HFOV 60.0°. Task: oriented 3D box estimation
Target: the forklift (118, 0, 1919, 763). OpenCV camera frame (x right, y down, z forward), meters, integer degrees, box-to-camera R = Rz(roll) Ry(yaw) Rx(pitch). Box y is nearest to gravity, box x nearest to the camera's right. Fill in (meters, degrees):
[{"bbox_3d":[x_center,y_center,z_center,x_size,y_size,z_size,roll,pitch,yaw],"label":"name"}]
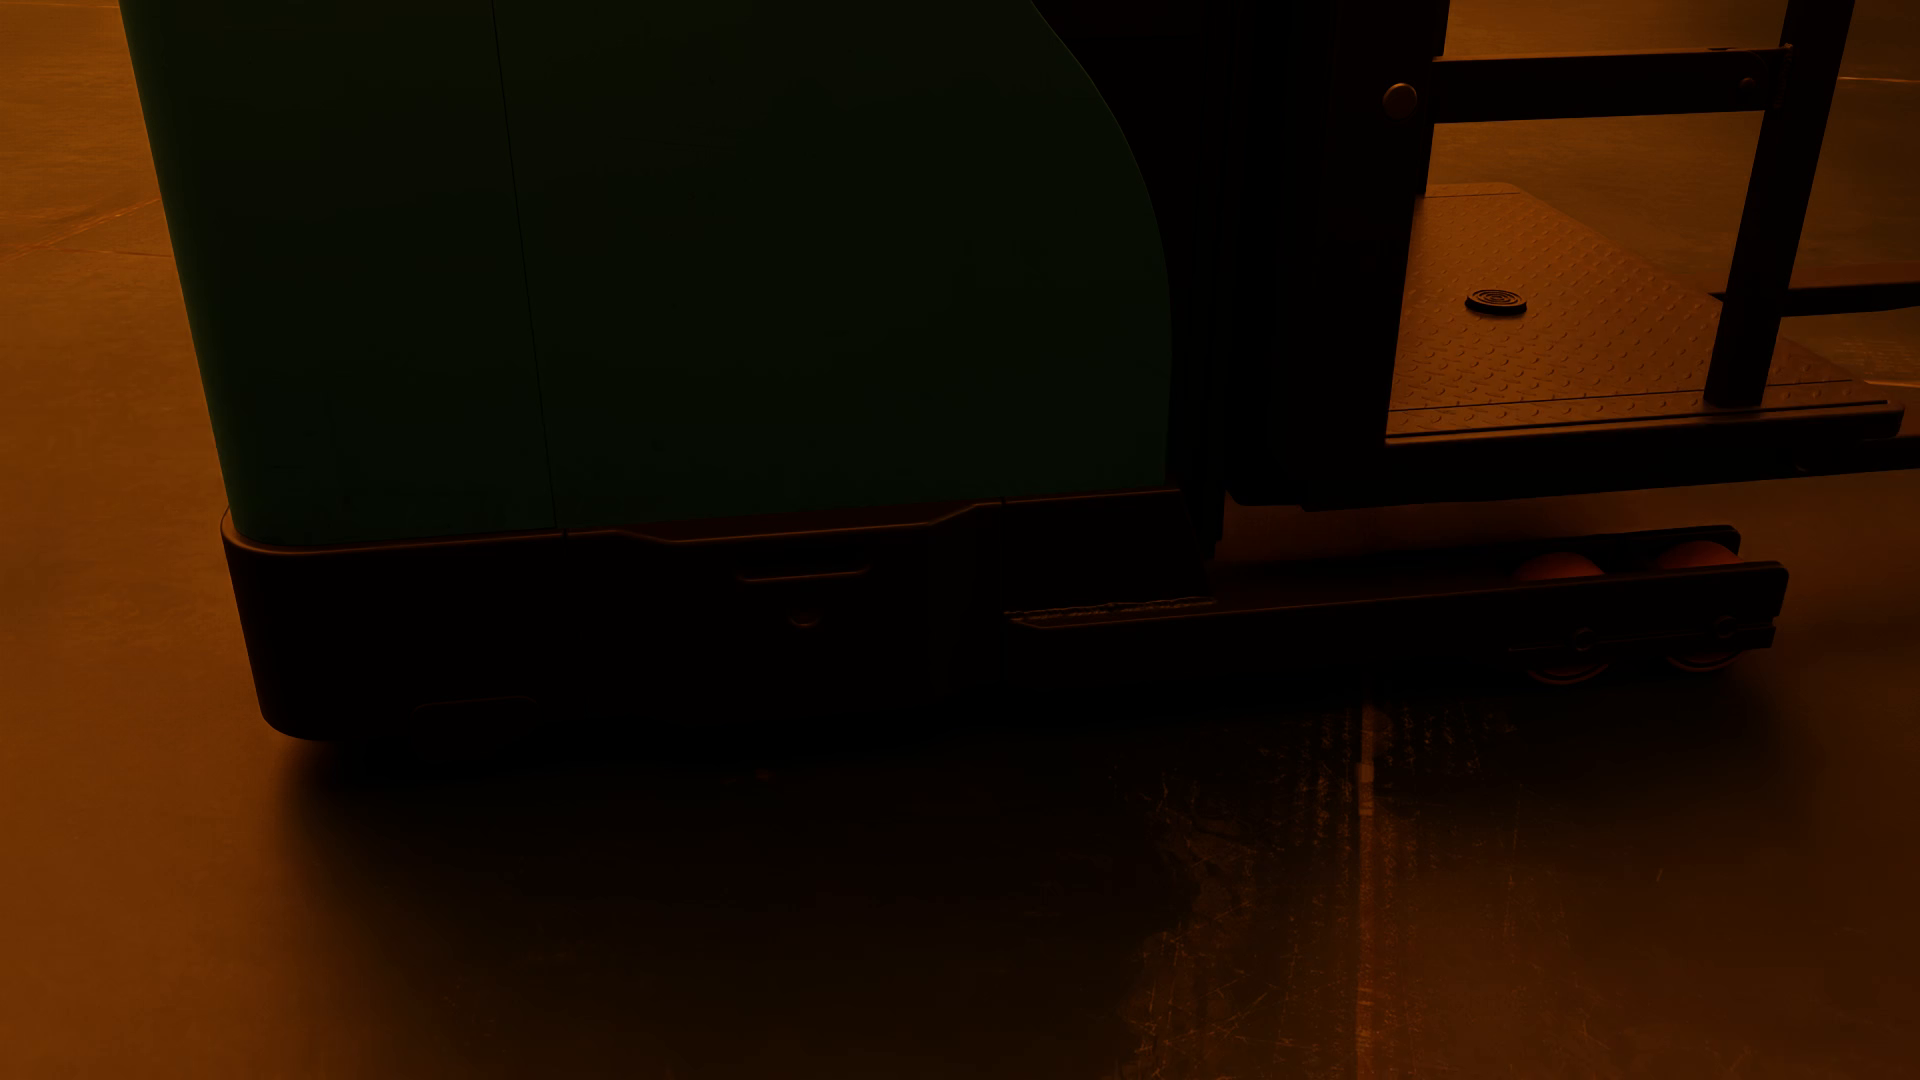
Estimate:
[{"bbox_3d":[0.600,-1.354,1.930,3.031,2.935,1.130,-4,27,-9],"label":"forklift"}]
